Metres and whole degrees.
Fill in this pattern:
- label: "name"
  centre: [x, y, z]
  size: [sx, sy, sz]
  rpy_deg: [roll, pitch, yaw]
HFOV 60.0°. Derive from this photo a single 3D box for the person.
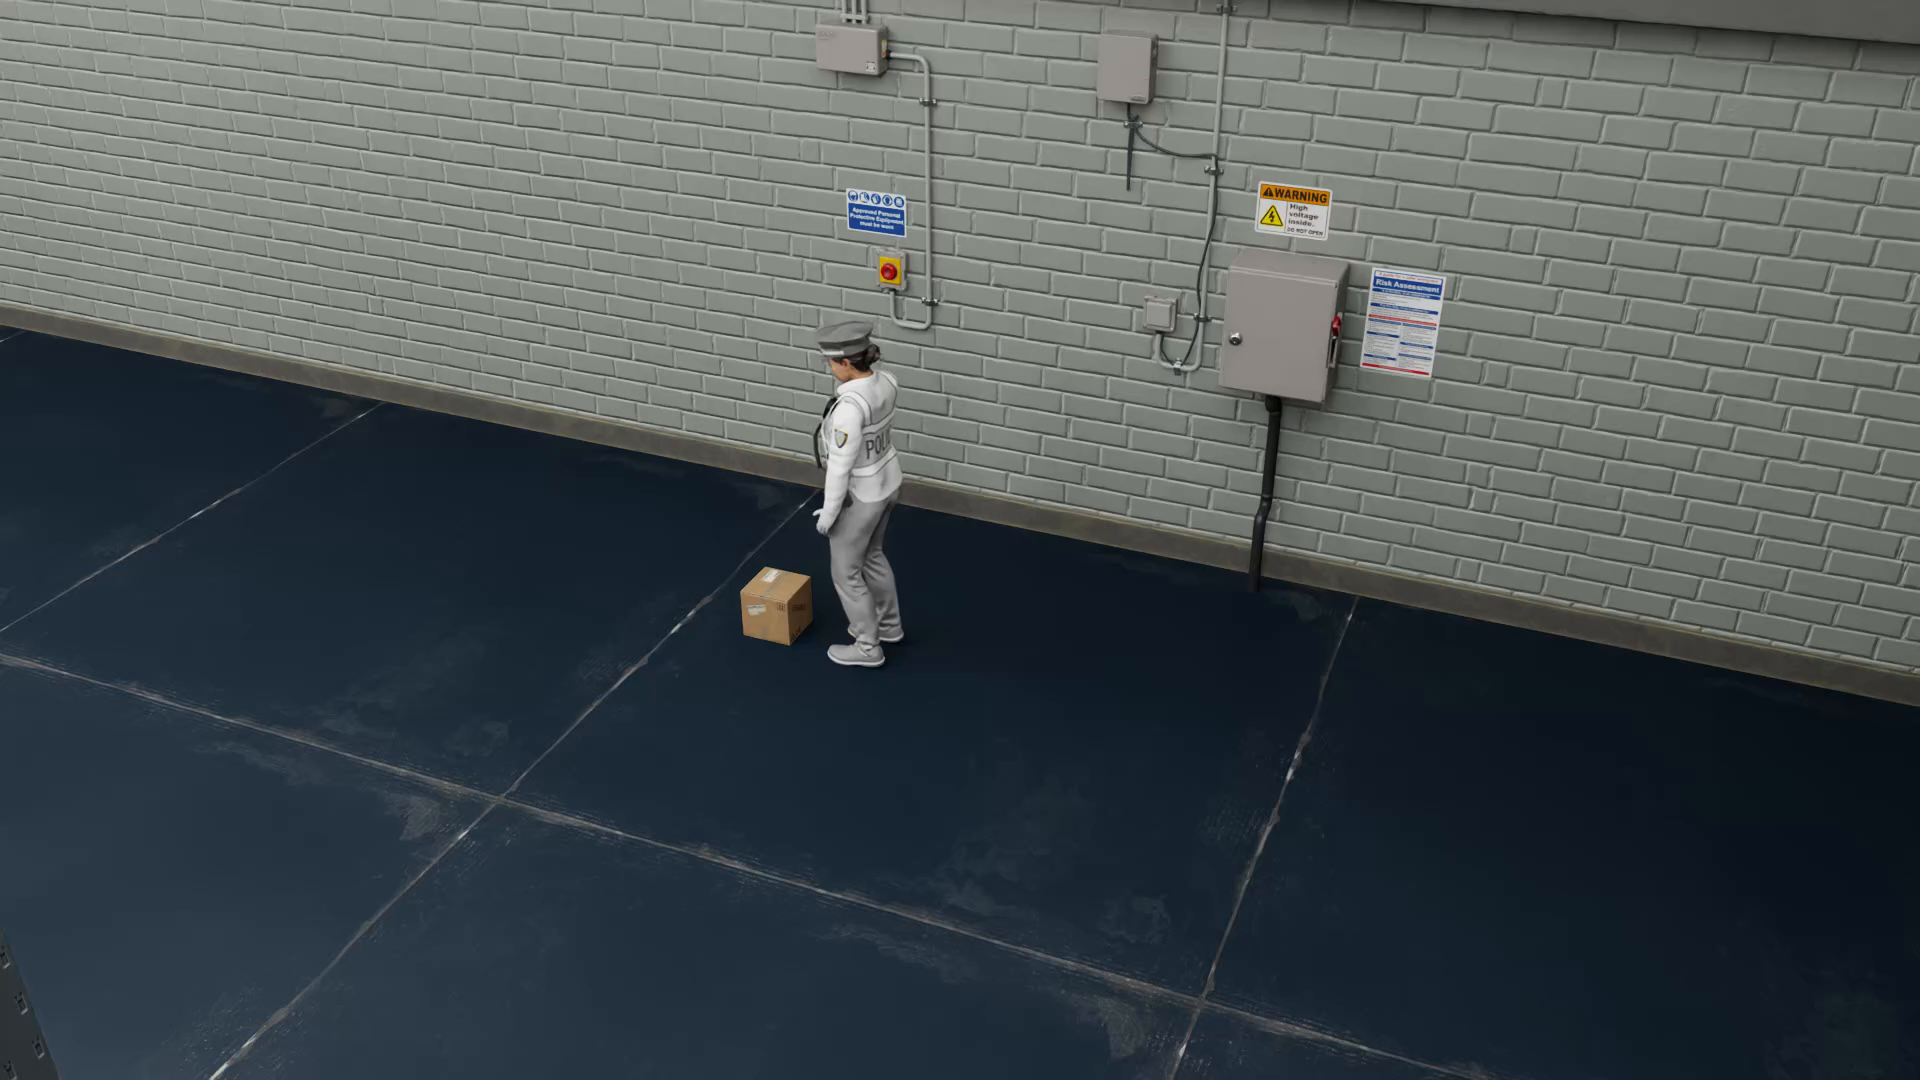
- label: "person"
  centre: [-0.452, -0.186, 7.469]
  size: [0.338, 1.661, 0.476]
  rpy_deg: [12, 32, 20]
